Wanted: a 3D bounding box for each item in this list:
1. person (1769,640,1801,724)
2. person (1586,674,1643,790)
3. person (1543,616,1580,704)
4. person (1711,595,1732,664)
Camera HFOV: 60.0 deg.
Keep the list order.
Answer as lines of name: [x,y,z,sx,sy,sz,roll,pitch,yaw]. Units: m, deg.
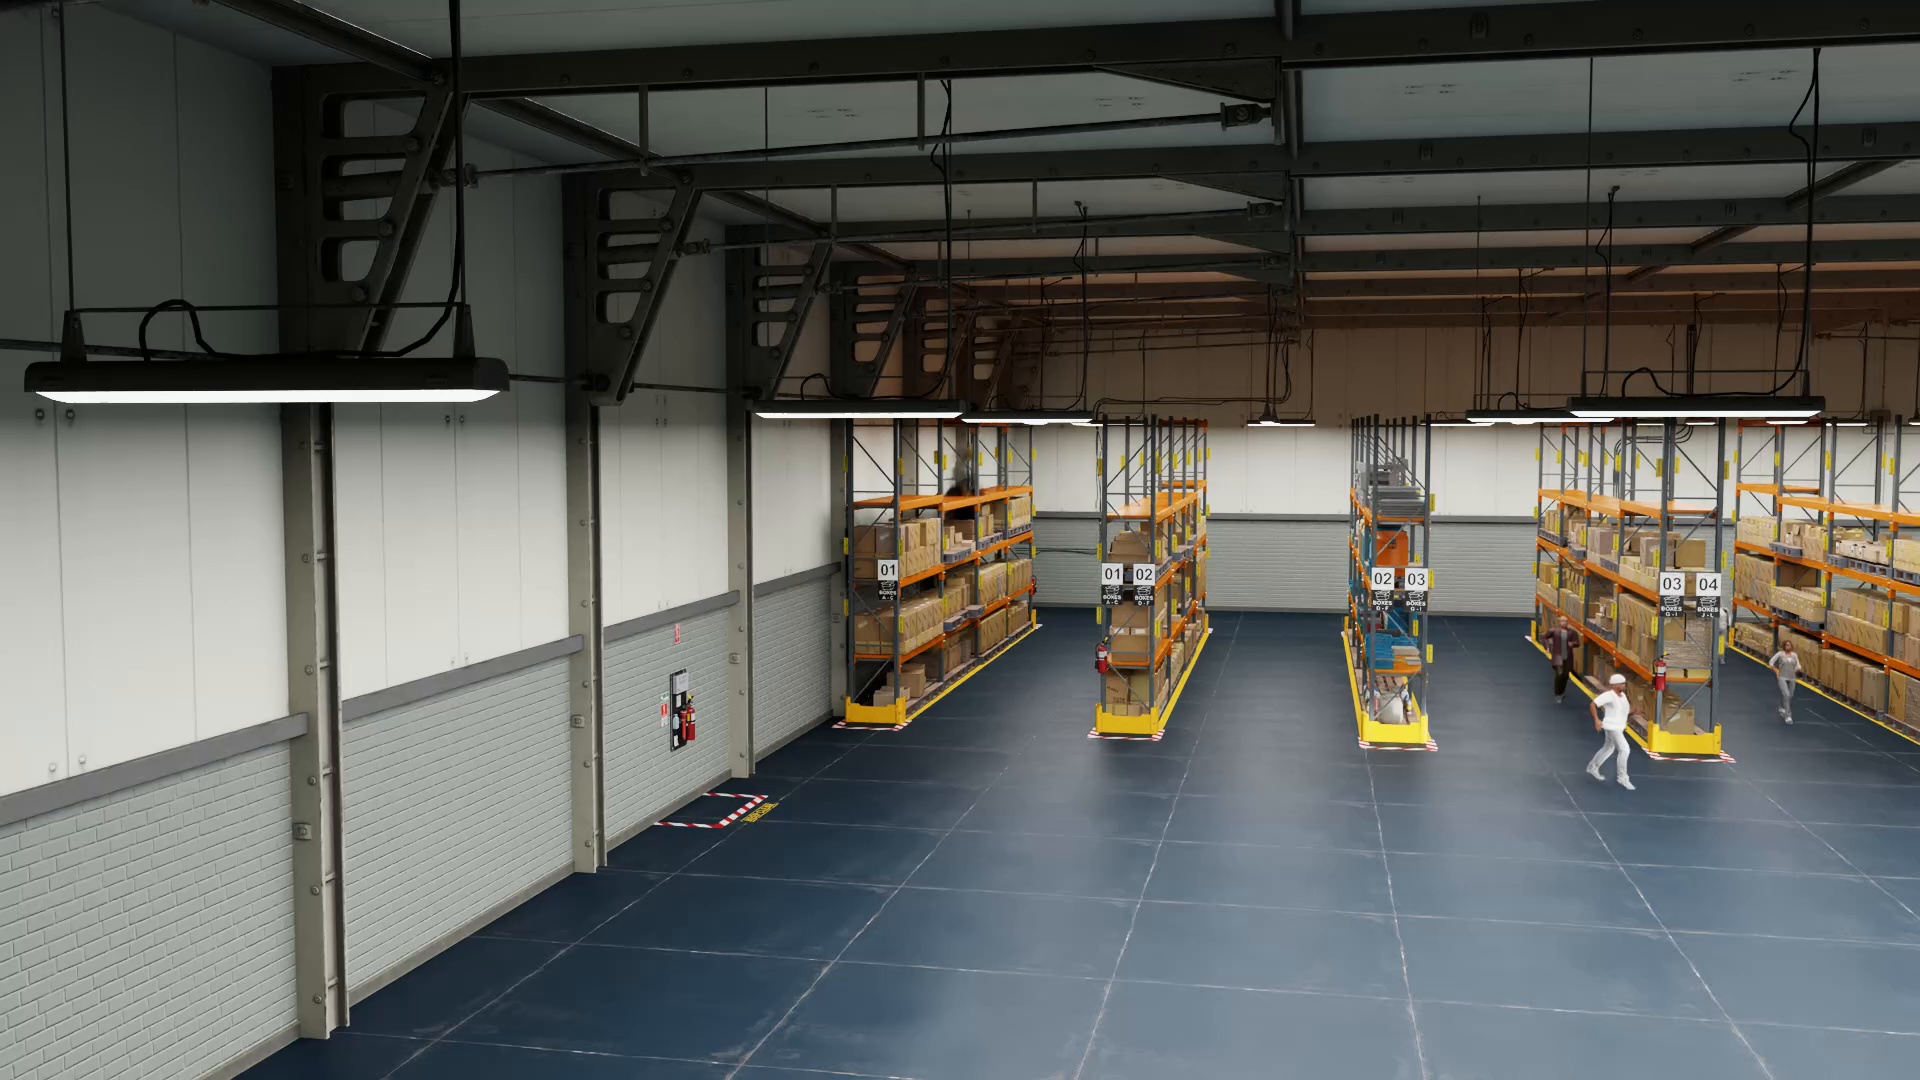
person: [16.164,2.751,32.556,0.538,1.608,0.758,0,4,3]
person: [10.480,3.054,26.671,0.875,1.818,0.676,3,5,41]
person: [12.653,2.522,34.933,0.675,1.832,0.829,0,4,3]
person: [18.586,2.177,40.698,0.628,1.662,0.800,1,4,9]
